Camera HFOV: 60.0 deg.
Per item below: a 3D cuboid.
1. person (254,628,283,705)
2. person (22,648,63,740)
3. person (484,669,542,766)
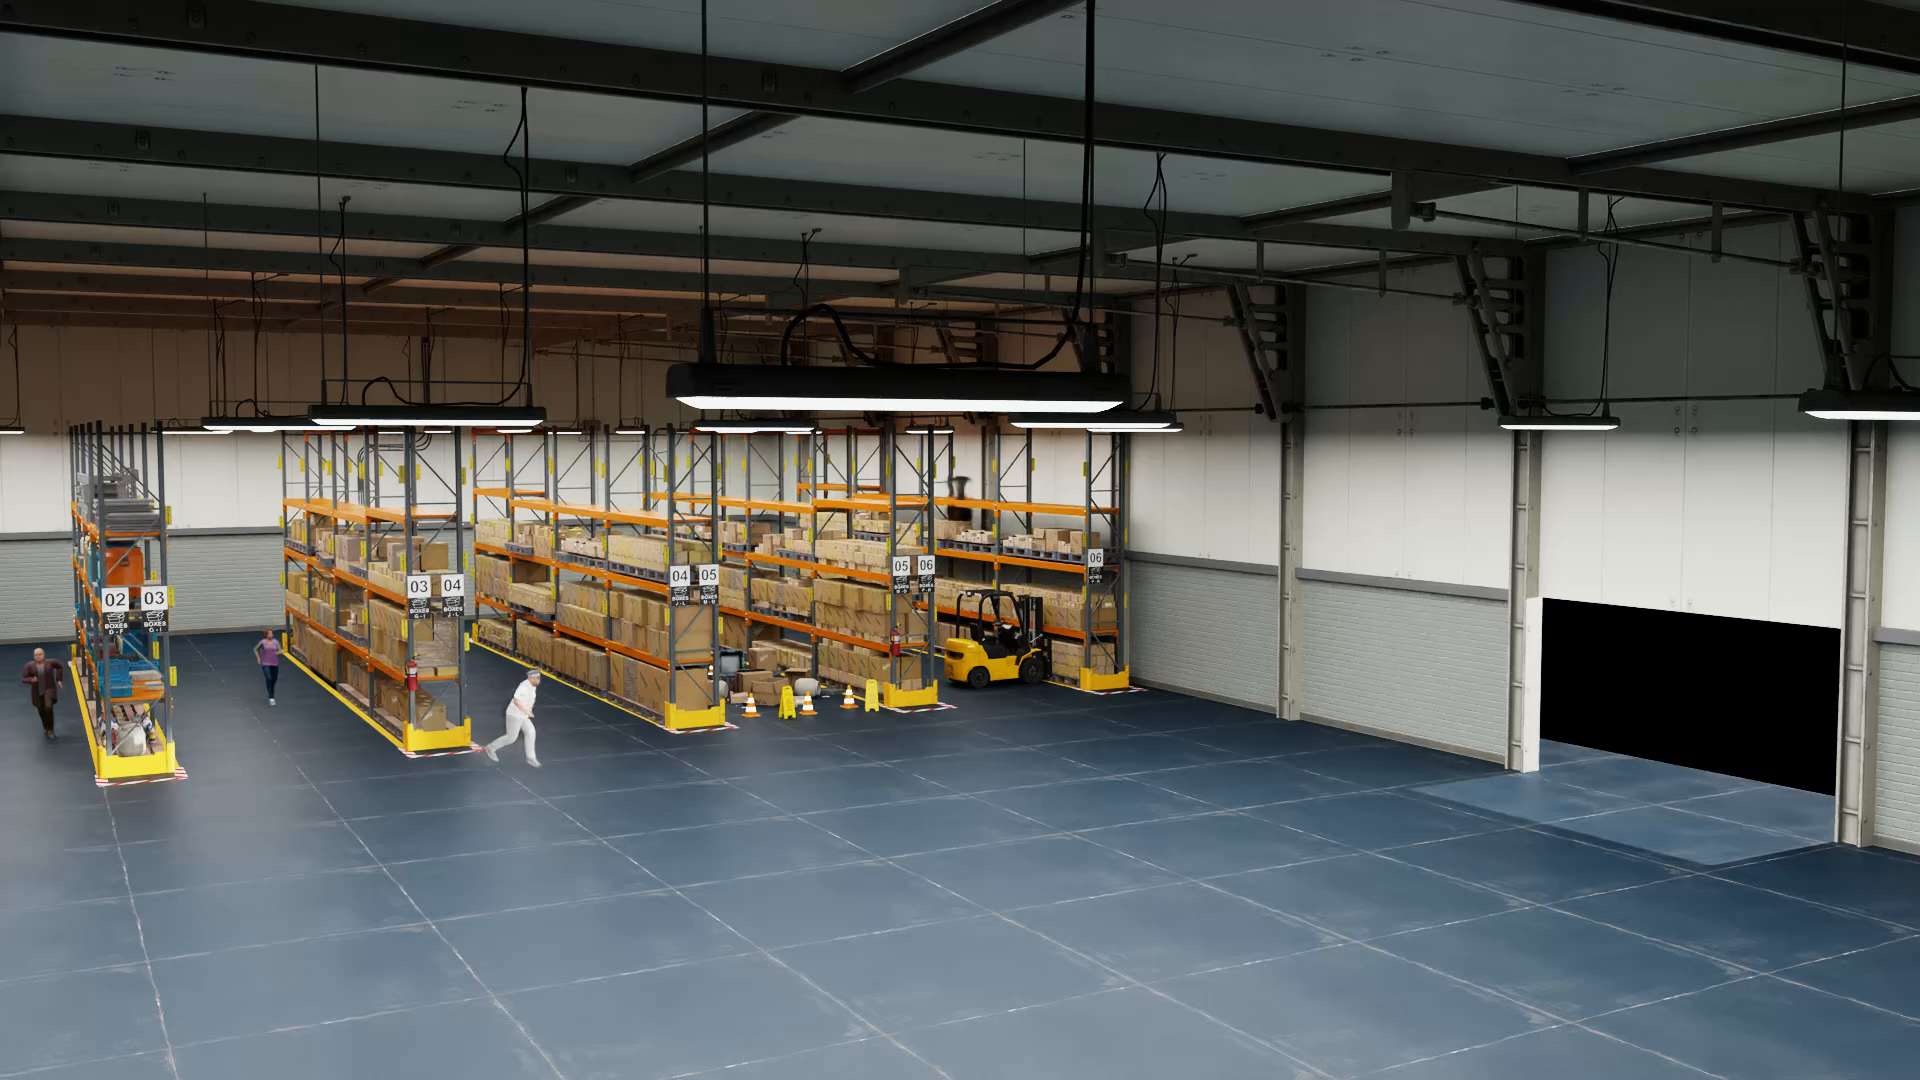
[{"bbox_3d":[-14.831,2.689,35.716,0.549,1.582,0.874,-3,4,-37],"label":"person"},{"bbox_3d":[-17.417,2.898,31.584,0.625,1.728,1.037,-1,4,-16],"label":"person"},{"bbox_3d":[-7.795,3.112,29.020,1.014,1.723,0.690,0,4,0],"label":"person"}]
